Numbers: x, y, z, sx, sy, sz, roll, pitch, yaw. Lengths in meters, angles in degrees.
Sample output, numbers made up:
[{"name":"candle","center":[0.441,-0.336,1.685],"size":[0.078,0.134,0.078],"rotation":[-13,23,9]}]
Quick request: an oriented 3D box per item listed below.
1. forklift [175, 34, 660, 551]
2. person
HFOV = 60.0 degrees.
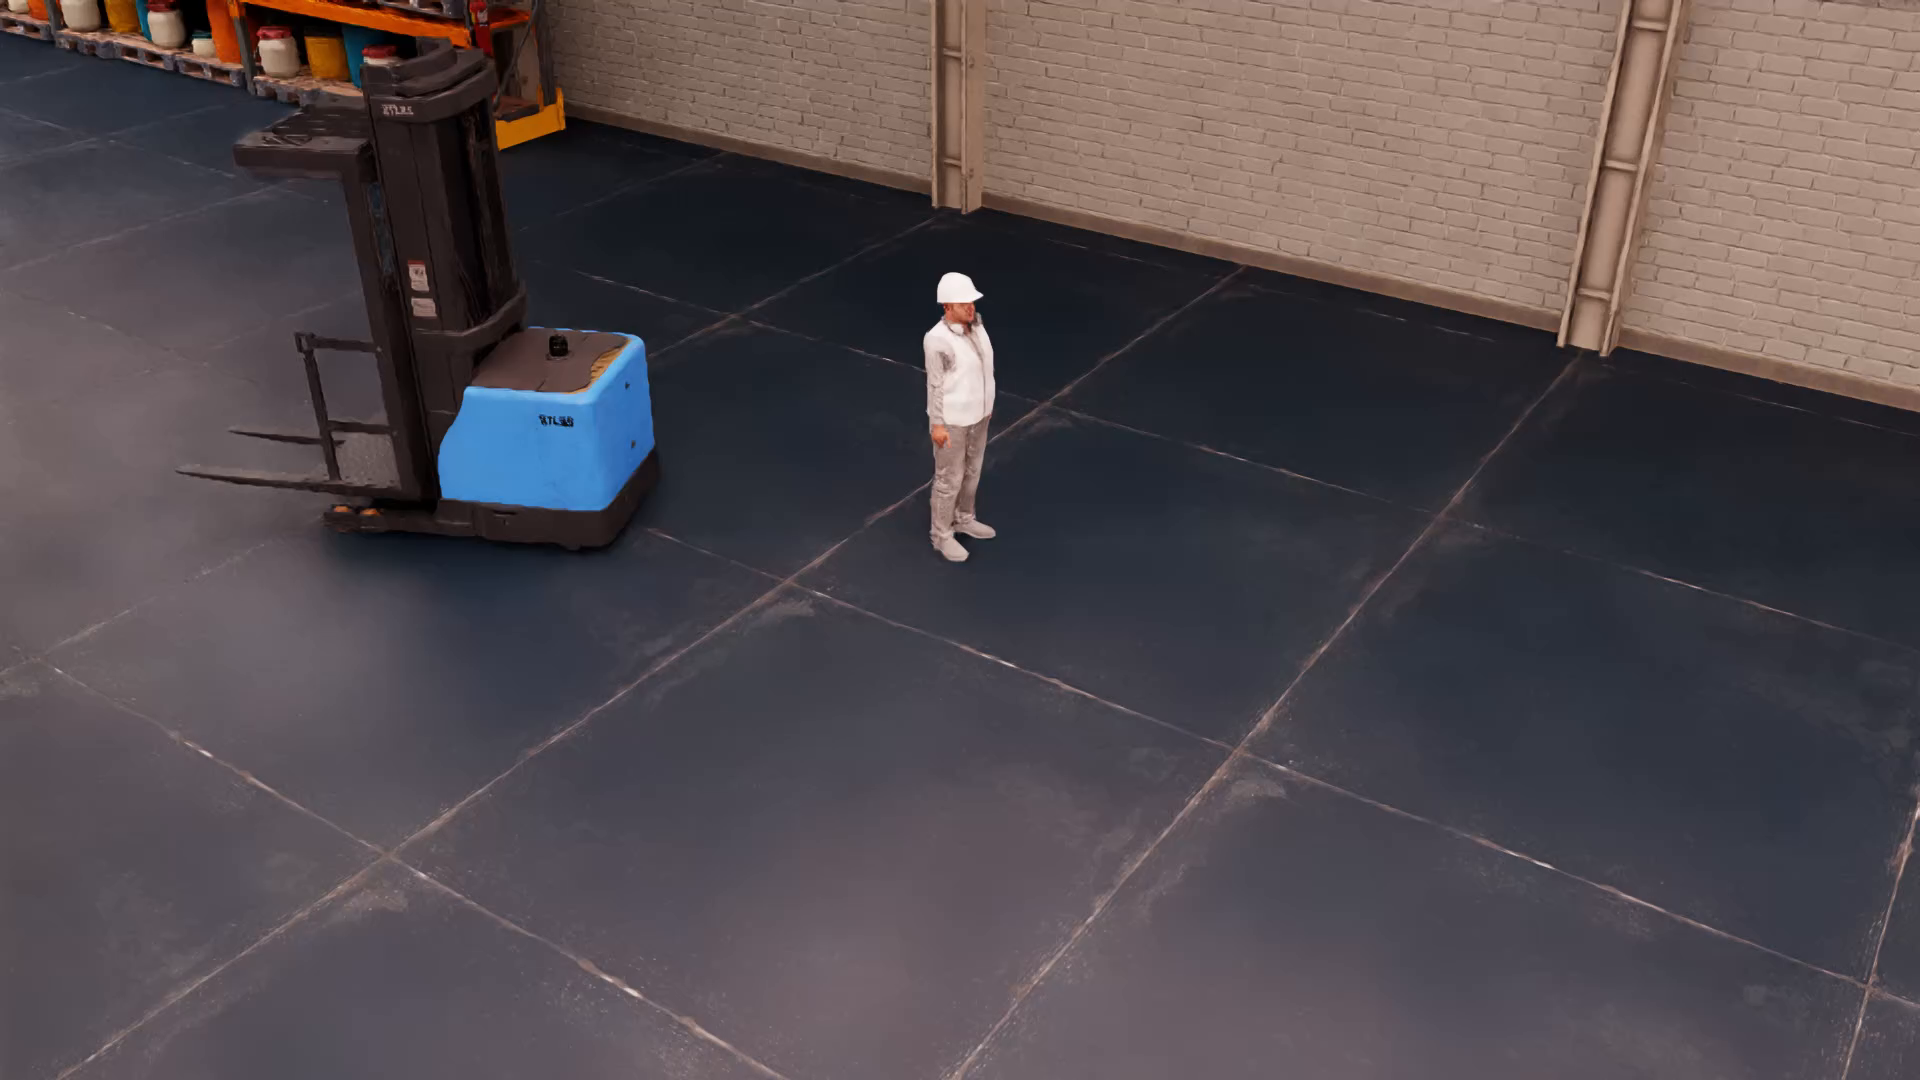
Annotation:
[{"name":"forklift","center":[-3.567,-1.553,10.255],"size":[3.031,2.935,1.130],"rotation":[5,31,9]},{"name":"person","center":[0.008,-0.766,10.053],"size":[0.356,1.776,0.529],"rotation":[19,35,29]}]
